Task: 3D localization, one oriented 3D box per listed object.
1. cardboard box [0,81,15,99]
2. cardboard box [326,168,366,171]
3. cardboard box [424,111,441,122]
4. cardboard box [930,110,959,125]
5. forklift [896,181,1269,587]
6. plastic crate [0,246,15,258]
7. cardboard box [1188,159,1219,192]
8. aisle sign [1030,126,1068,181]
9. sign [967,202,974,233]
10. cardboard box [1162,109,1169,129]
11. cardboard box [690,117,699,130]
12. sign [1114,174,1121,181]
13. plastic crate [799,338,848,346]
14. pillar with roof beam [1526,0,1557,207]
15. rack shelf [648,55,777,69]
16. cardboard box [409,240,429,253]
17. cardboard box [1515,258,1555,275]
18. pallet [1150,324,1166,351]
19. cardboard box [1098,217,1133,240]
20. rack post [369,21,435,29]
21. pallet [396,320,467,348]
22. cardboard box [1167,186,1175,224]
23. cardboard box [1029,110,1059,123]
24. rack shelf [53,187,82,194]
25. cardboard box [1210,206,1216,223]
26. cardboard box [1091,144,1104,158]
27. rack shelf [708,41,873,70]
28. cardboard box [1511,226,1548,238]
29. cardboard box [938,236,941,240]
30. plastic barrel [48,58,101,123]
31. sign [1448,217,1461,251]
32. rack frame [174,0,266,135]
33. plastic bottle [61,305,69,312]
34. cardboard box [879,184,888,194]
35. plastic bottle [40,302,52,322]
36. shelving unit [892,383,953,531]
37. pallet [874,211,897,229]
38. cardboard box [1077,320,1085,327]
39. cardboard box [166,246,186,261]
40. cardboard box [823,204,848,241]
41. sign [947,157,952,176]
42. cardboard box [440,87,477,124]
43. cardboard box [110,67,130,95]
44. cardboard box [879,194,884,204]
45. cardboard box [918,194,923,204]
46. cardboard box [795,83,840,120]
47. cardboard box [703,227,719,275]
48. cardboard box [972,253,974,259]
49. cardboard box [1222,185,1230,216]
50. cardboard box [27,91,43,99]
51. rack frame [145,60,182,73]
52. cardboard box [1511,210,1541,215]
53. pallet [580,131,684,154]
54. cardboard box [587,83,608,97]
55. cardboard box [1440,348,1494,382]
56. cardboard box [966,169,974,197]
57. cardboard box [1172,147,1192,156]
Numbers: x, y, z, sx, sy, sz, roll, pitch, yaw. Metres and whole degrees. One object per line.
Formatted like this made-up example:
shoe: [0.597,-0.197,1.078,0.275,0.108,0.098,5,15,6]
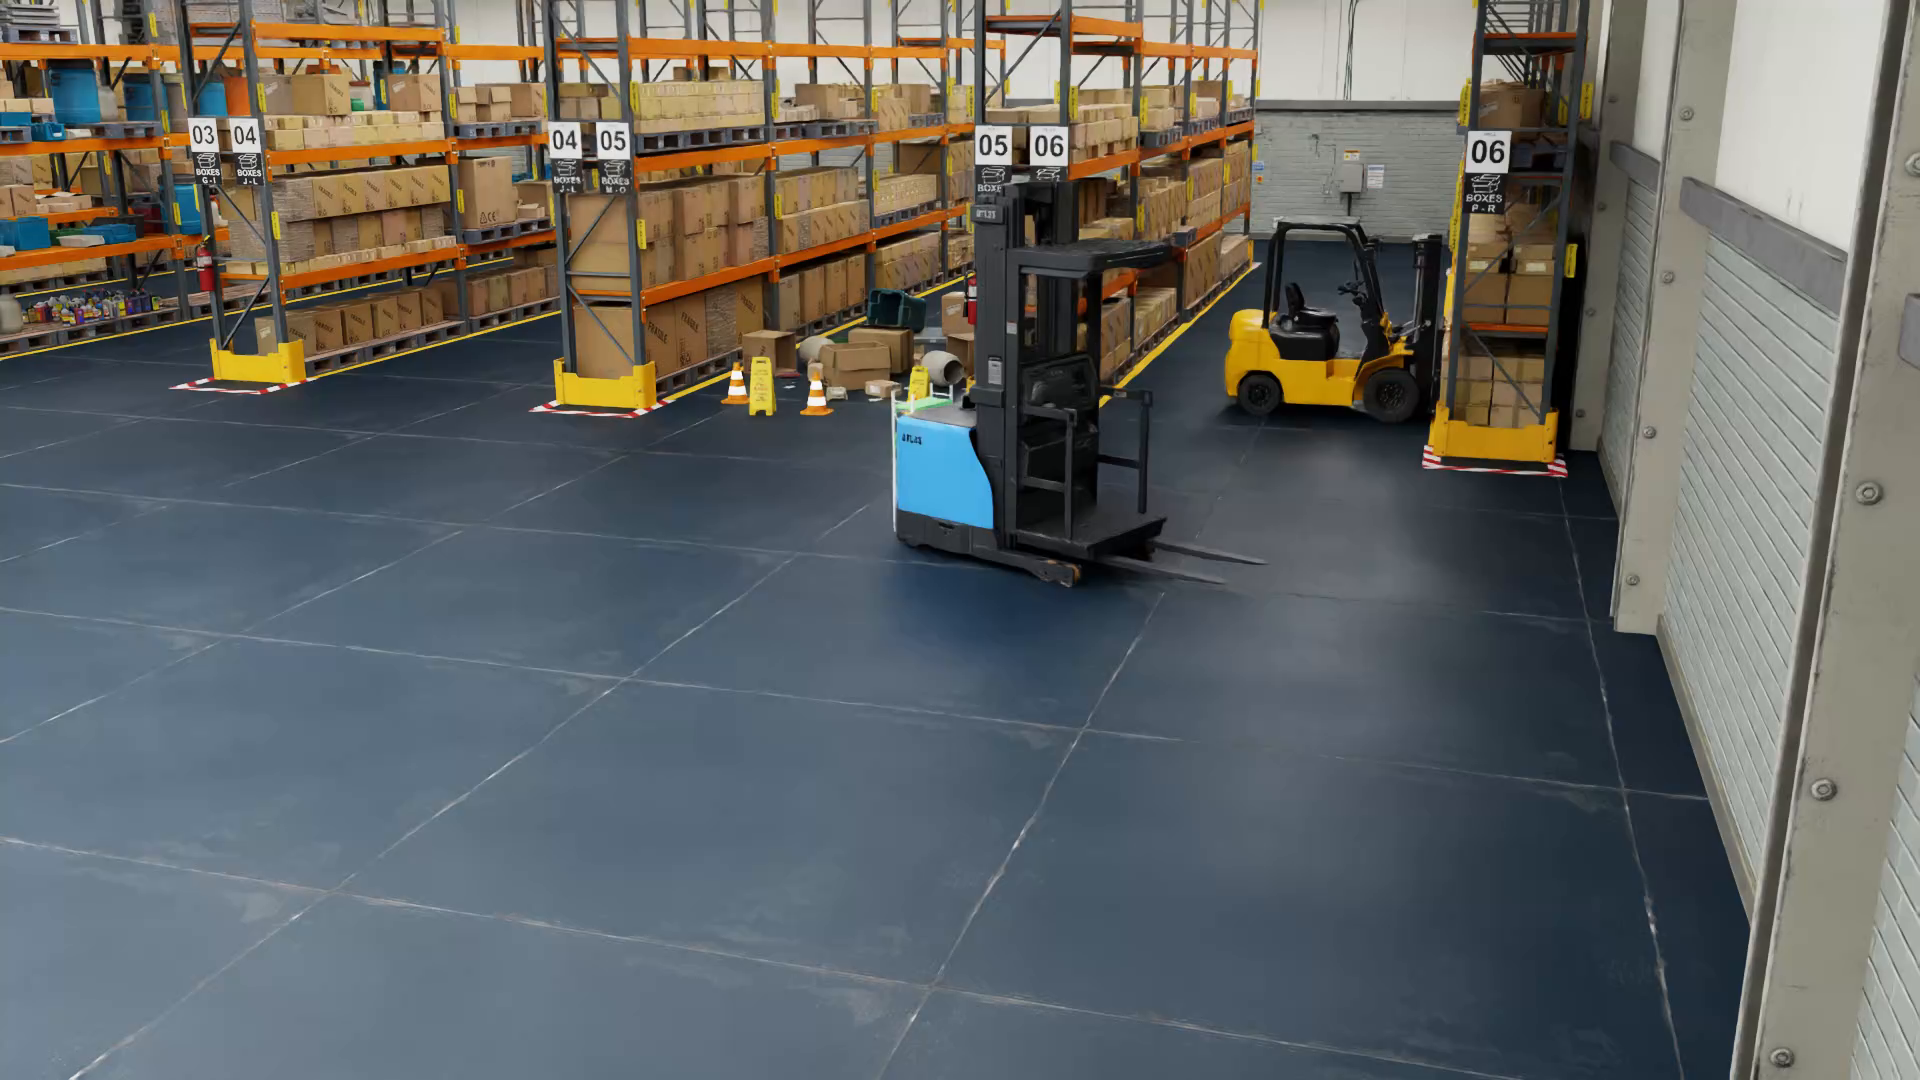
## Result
cardboard box: [-20.049,-9.230,34.388,0.700,0.500,0.500,4,16,13]
cardboard box: [-8.375,-4.816,22.752,0.500,0.500,0.500,5,16,16]
cardboard box: [-7.535,-5.959,23.389,0.380,0.149,0.250,5,17,18]
cardboard box: [-0.335,-7.657,30.106,0.500,0.250,0.500,5,17,19]
forklift: [0.930,-1.219,12.754,3.031,2.935,1.130,13,20,38]
plastic crate: [-13.042,-3.924,22.649,0.298,0.136,0.250,5,16,16]
cardboard box: [4.029,-6.085,27.770,0.500,0.500,0.500,5,17,17]
aisle sign: [0.924,-3.899,17.315,0.394,0.787,0.004,5,16,16]
sign: [0.118,-3.446,17.781,0.100,0.325,0.005,5,16,16]
cardboard box: [2.475,-5.563,21.953,0.500,0.250,0.500,4,16,15]
cardboard box: [-3.366,-5.013,20.018,0.380,0.149,0.250,5,16,15]
sign: [2.385,-5.381,25.182,0.100,0.325,0.005,5,16,16]
plastic crate: [-1.786,-2.620,22.619,0.662,0.188,0.450,-15,11,-41]
pillar with roof beam: [7.455,-10.346,33.815,9.100,9.000,0.400,5,16,16]
rack shelf: [-4.878,-9.468,32.769,1.077,0.370,4.000,5,16,16]
cardboard box: [-7.672,-4.104,23.263,0.380,0.149,0.250,5,16,16]
cardboard box: [5.750,-2.734,16.598,0.380,0.149,0.250,4,16,14]
pallet: [2.346,-2.918,23.729,1.003,0.211,1.213,5,16,16]
cardboard box: [1.894,-3.791,20.969,0.500,0.500,0.500,4,16,14]
rack post: [-10.464,-9.613,31.367,0.937,0.300,0.954,4,16,15]
pallet: [-7.877,-2.984,23.962,1.003,0.211,1.213,5,16,16]
cardboard box: [2.777,-4.766,23.638,0.500,0.500,0.500,3,16,12]
cardboard box: [0.941,-4.472,17.600,0.380,0.149,0.250,5,16,15]
rack shelf: [-19.125,-7.926,37.595,1.077,0.370,4.000,5,16,16]
cardboard box: [4.023,-5.486,27.949,0.500,0.250,0.500,4,16,15]
cardboard box: [1.414,-4.411,18.847,0.380,0.149,0.250,5,17,17]
rack shelf: [-2.425,-6.964,23.940,1.077,0.370,4.000,5,16,16]
cardboard box: [6.244,-3.351,18.230,0.380,0.149,0.250,5,17,17]
cardboard box: [-0.568,-5.763,32.013,0.380,0.149,0.250,4,16,14]
plastic barrel: [-12.854,-6.522,24.141,0.600,0.901,0.708,5,16,16]
sign: [4.889,-3.021,16.429,0.100,0.325,0.005,5,16,16]
rack frame: [-8.857,-6.343,19.702,1.000,3.000,0.127,5,16,16]
plastic bottle: [-13.195,-3.367,24.525,0.097,0.201,0.097,0,16,0]
cardboard box: [-1.391,-5.747,27.194,0.380,0.149,0.250,5,16,16]
plastic bottle: [-13.304,-3.316,24.196,0.061,0.283,0.133,5,16,16]
shelving unit: [-0.312,-0.690,14.059,0.258,1.200,0.503,12,20,38]
pallet: [-1.756,-5.242,27.164,1.213,0.211,1.003,5,16,16]
cardboard box: [1.290,-2.262,19.201,0.500,0.500,0.500,4,16,14]
cardboard box: [-15.386,-5.694,32.181,0.500,0.500,0.500,4,16,15]
cardboard box: [-2.012,-4.787,25.028,0.500,0.500,0.500,4,16,15]
sign: [-0.186,-6.701,29.834,0.100,0.325,0.005,5,16,16]
cardboard box: [-7.491,-6.314,24.136,0.797,0.503,0.637,4,16,13]
cardboard box: [-15.805,-8.539,30.924,0.500,0.500,0.500,5,16,16]
cardboard box: [-1.451,-5.545,27.029,0.380,0.149,0.250,5,17,19]
cardboard box: [-0.860,-5.949,28.997,0.380,0.149,0.250,4,16,13]
cardboard box: [-2.082,-6.404,24.277,0.500,0.500,0.500,5,16,16]
cardboard box: [-3.542,-3.643,20.902,0.875,0.550,0.500,5,16,16]
cardboard box: [0.167,-5.564,32.404,0.380,0.149,0.250,5,17,17]
cardboard box: [4.440,-5.979,29.228,0.500,0.500,0.500,5,17,18]
cardboard box: [-19.724,-9.567,35.888,0.500,0.250,0.500,5,17,16]
rack frame: [-18.557,-11.682,38.523,1.000,3.000,0.127,5,16,16]
cardboard box: [7.538,-4.313,22.167,0.380,0.149,0.250,4,16,15]
pallet: [-3.929,-4.641,19.362,1.003,0.211,1.213,5,16,16]
cardboard box: [-4.287,-5.182,19.150,0.380,0.149,0.250,5,17,16]
cardboard box: [5.237,-1.810,17.150,0.500,0.250,0.500,5,17,18]
cardboard box: [-0.026,-6.746,31.387,0.500,0.500,0.500,4,16,15]
cardboard box: [3.837,-6.775,29.013,0.380,0.149,0.250,4,16,15]
